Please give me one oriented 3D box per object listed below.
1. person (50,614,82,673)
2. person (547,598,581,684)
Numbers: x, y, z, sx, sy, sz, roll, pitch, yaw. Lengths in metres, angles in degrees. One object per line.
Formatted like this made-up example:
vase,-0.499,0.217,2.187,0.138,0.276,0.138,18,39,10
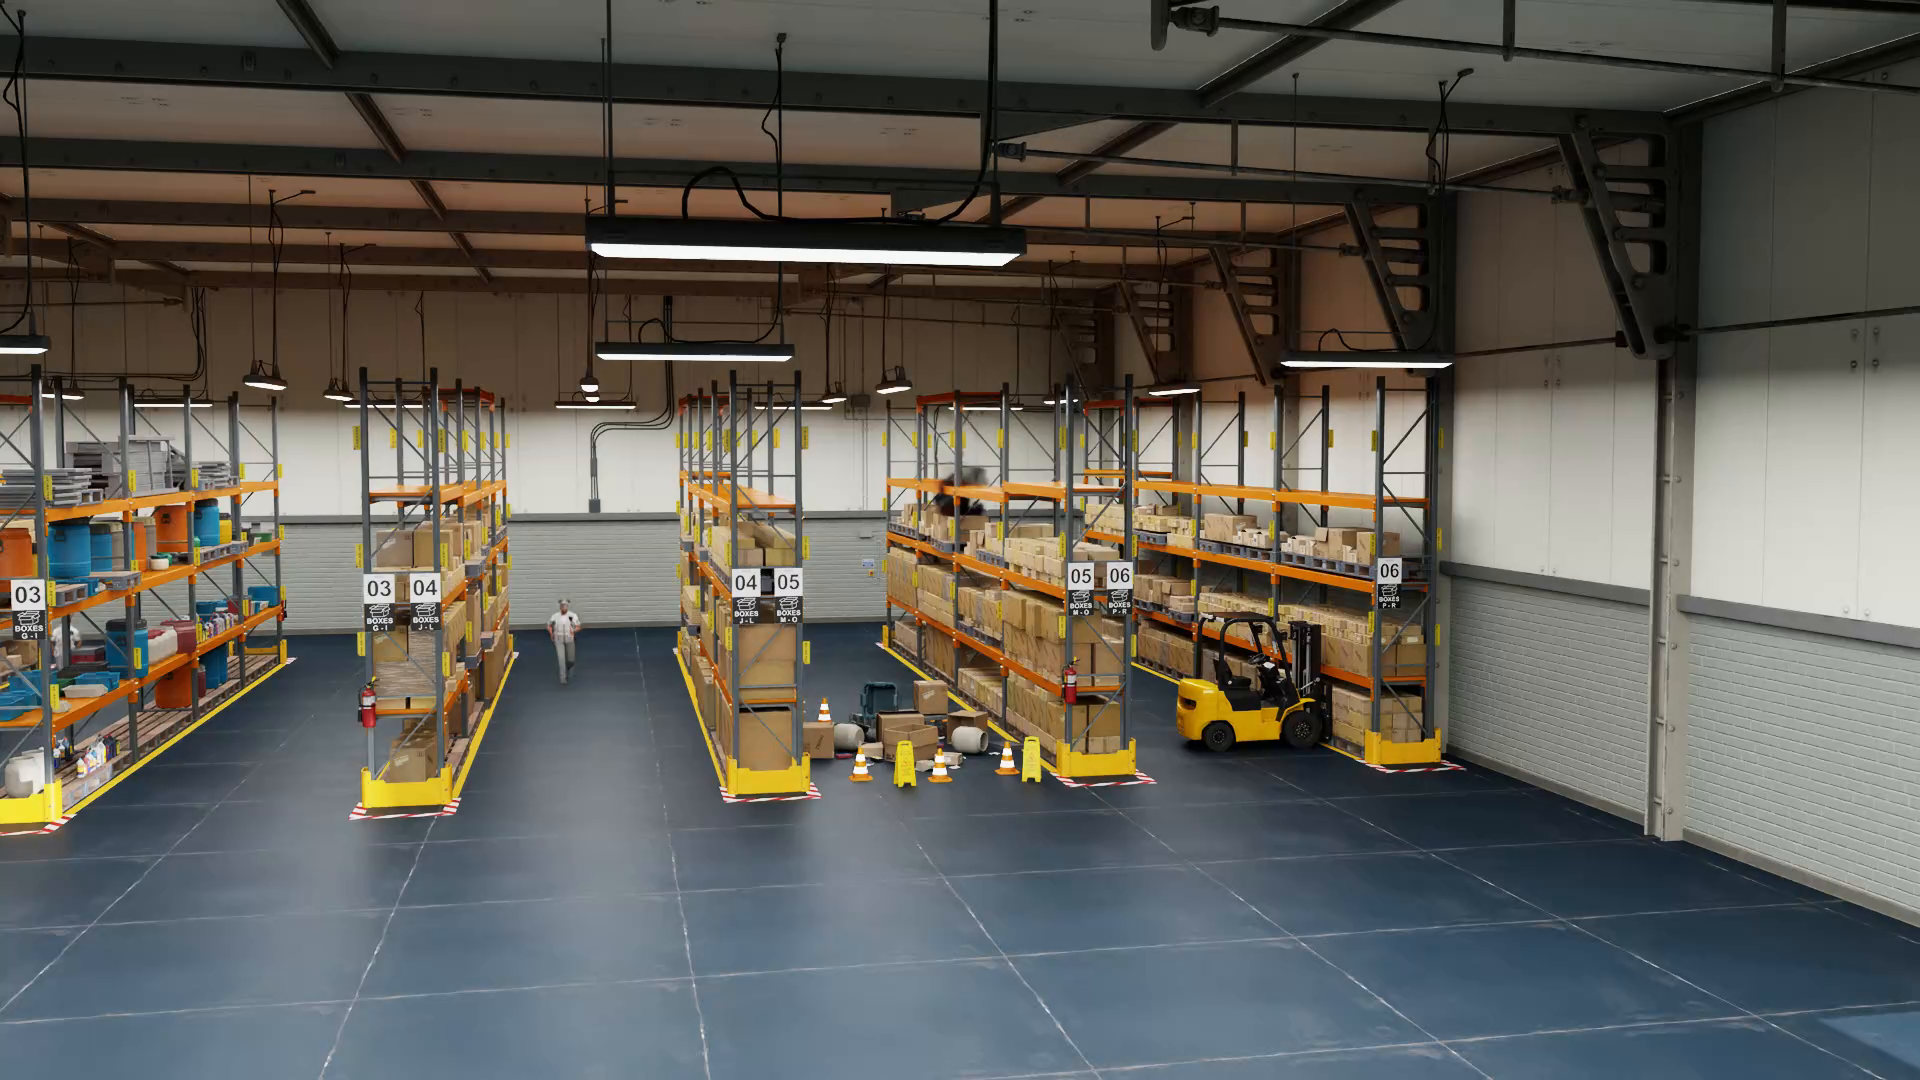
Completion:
person,-17.446,2.251,32.435,0.575,1.657,0.559,-2,4,-28
person,-8.206,2.076,34.467,0.674,1.745,0.813,-1,4,-15
